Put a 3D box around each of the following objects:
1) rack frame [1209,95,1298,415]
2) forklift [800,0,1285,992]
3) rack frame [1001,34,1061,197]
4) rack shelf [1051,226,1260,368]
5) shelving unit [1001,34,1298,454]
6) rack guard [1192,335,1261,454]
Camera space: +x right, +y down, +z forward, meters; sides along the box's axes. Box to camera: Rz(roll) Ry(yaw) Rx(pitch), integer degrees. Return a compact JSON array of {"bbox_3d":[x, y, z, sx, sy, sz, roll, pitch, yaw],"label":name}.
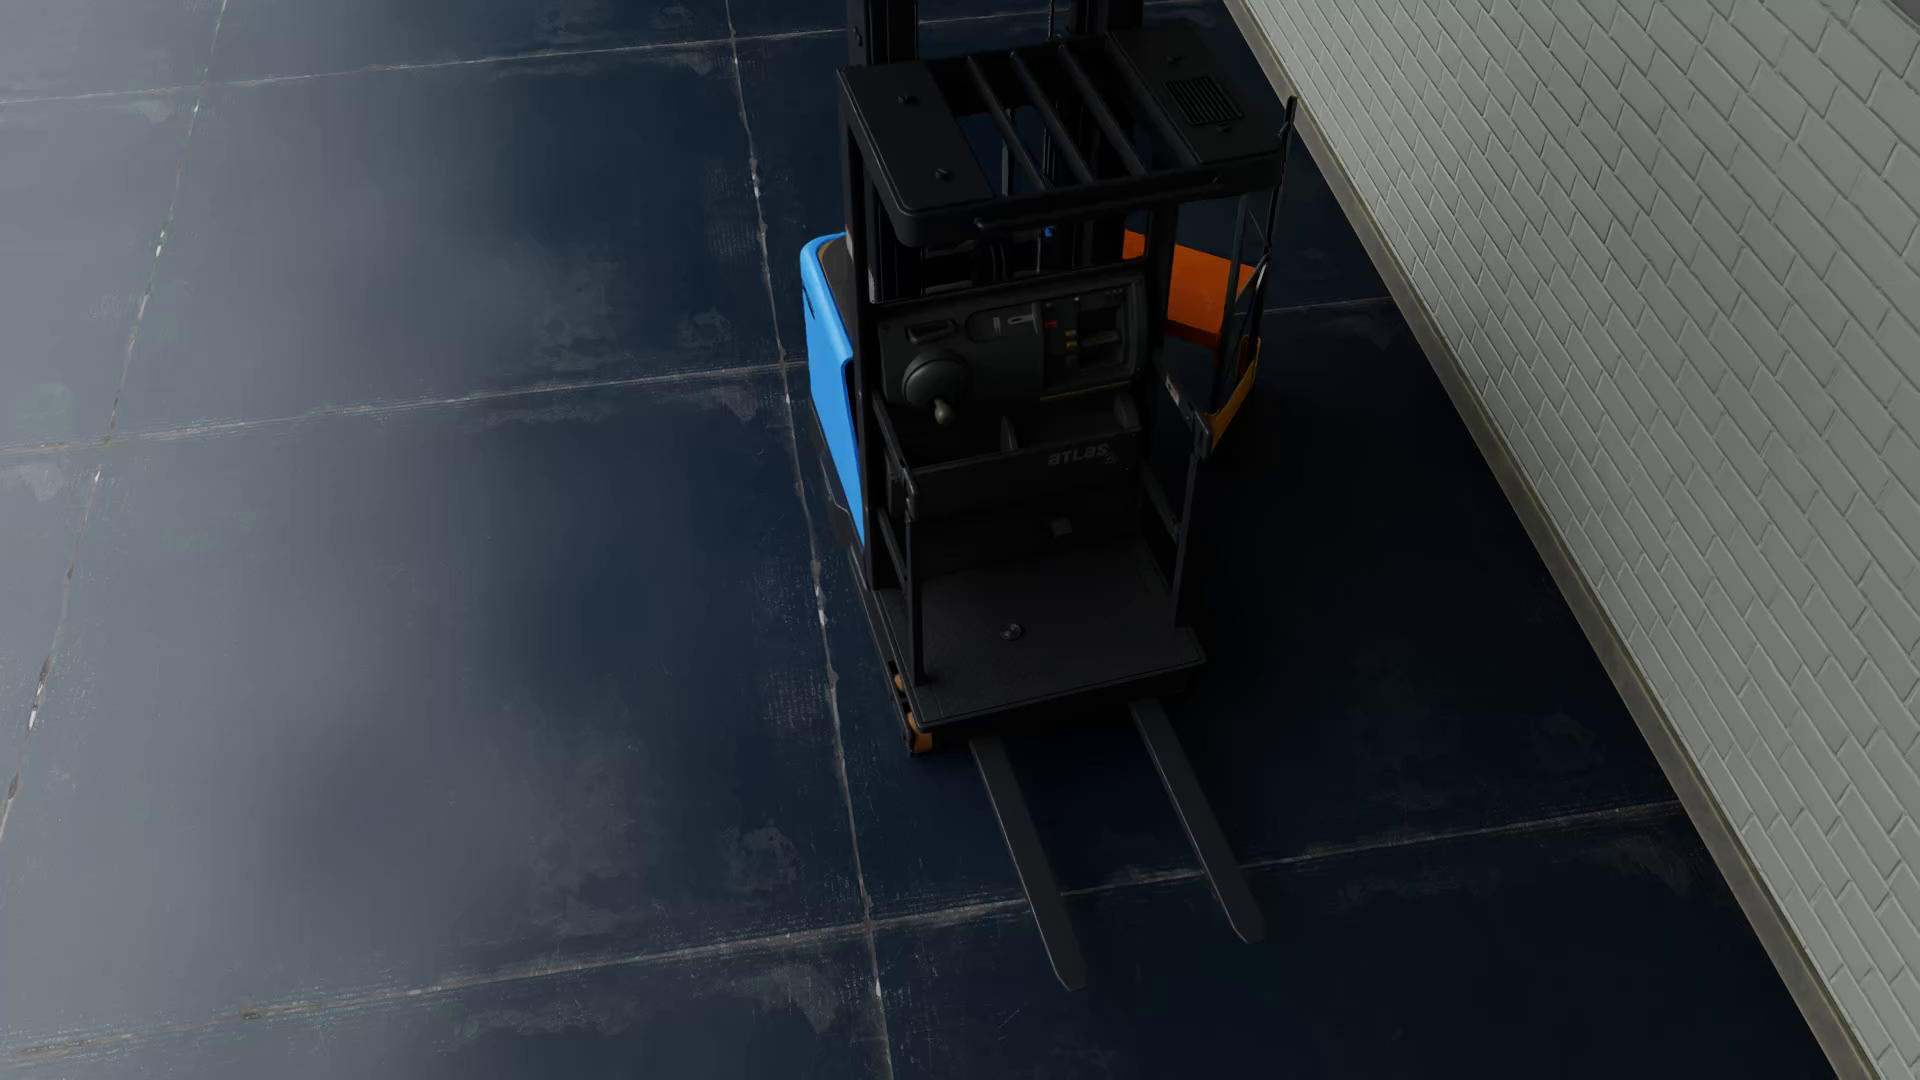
[{"bbox_3d":[1.201,-1.068,6.931,0.032,1.500,0.500,21,50,19],"label":"rack frame"},{"bbox_3d":[0.247,-0.547,5.434,1.130,2.935,3.031,-12,47,-11],"label":"forklift"},{"bbox_3d":[0.300,-1.407,7.257,0.032,1.500,0.500,21,50,19],"label":"rack frame"},{"bbox_3d":[0.751,-1.113,7.224,1.000,0.185,0.538,21,50,19],"label":"rack shelf"},{"bbox_3d":[0.743,-1.241,7.097,1.083,1.500,0.587,21,50,19],"label":"shelving unit"},{"bbox_3d":[1.184,-0.641,7.387,0.087,0.250,0.587,21,50,19],"label":"rack guard"}]
